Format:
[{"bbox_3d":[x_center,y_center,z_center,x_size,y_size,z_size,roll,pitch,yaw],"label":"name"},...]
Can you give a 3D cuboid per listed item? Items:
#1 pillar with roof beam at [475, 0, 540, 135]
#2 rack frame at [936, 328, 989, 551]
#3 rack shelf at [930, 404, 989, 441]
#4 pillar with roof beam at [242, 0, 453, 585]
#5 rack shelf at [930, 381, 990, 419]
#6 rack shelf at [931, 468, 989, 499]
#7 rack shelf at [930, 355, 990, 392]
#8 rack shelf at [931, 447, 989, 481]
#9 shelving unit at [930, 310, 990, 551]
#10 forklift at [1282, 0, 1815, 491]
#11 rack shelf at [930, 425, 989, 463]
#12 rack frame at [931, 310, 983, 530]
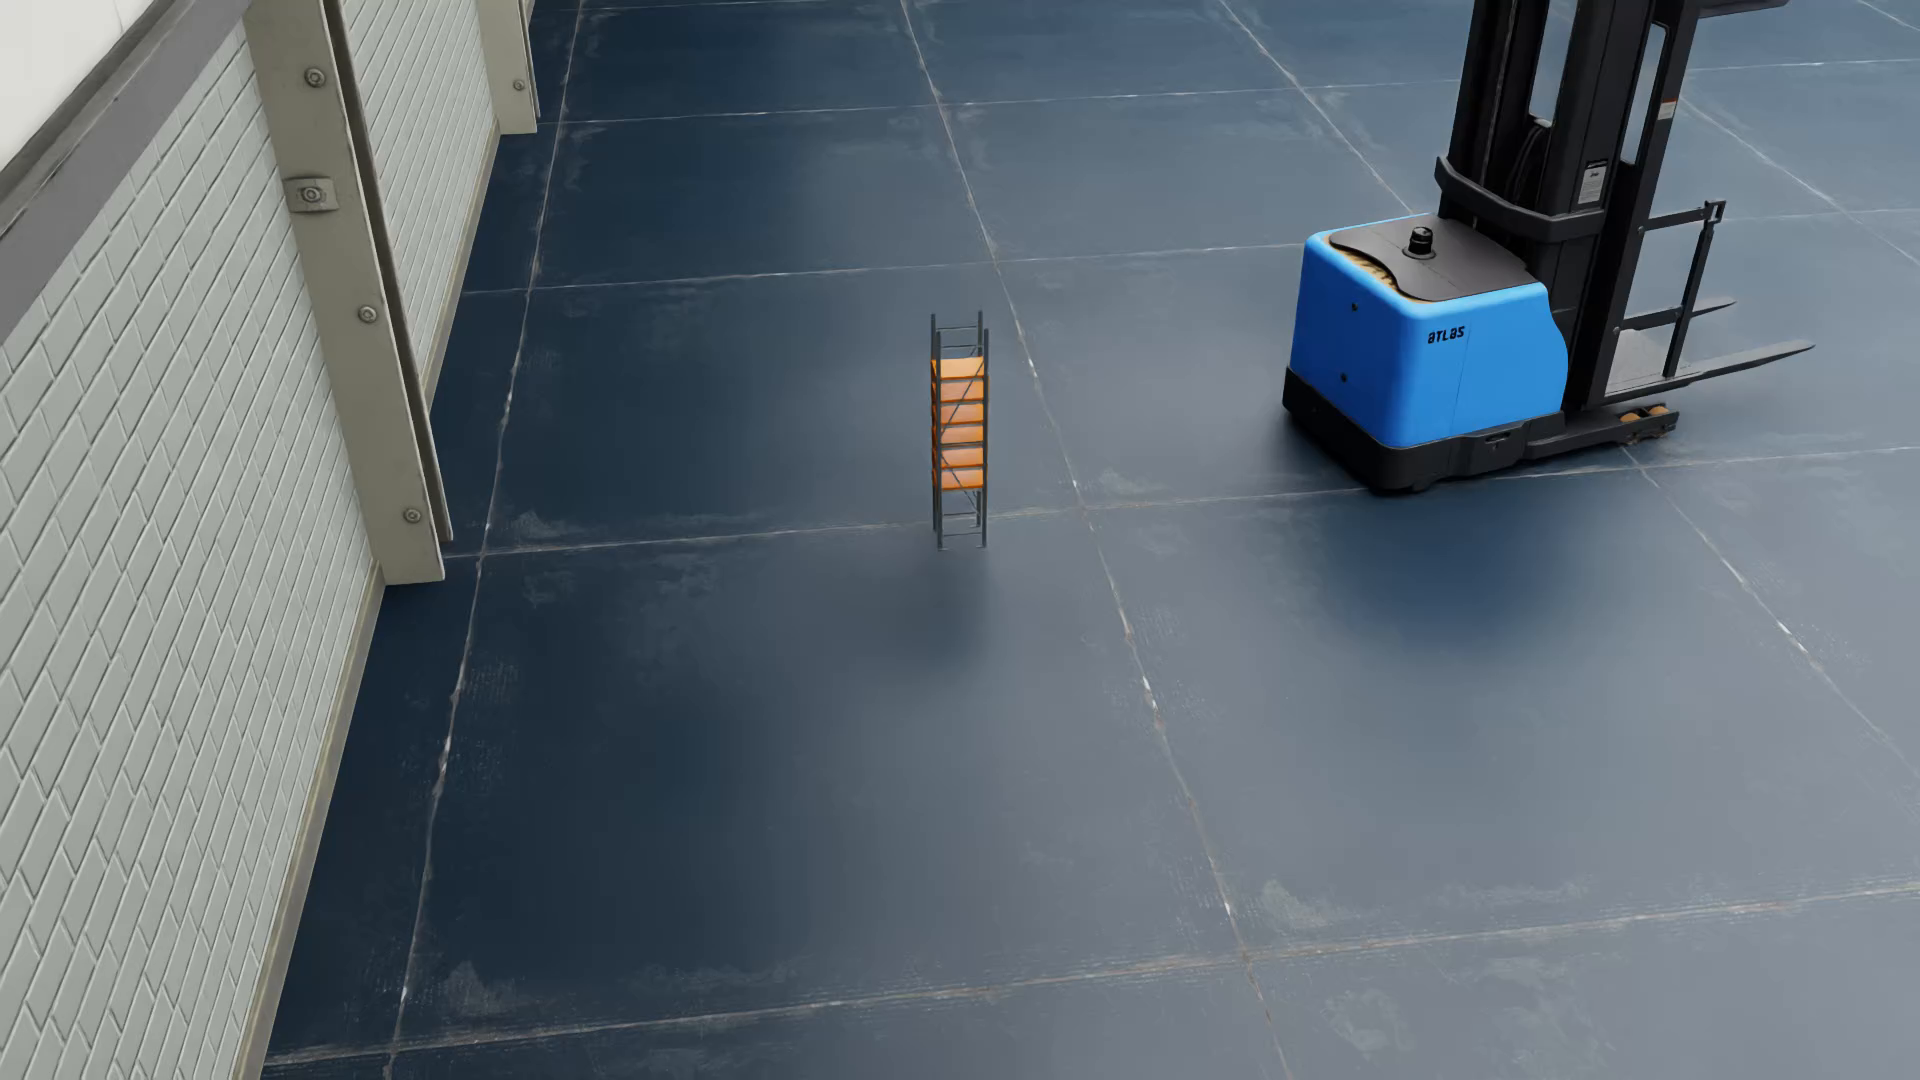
[{"bbox_3d":[0.808,-7.297,10.967,9.100,9.000,0.400,-4,35,-6],"label":"pillar with roof beam"},{"bbox_3d":[0.010,-0.453,7.849,0.240,1.200,0.006,-4,35,-6],"label":"rack frame"},{"bbox_3d":[-0.002,-0.566,7.881,0.258,0.103,0.180,-4,35,-6],"label":"rack shelf"},{"bbox_3d":[1.615,-3.949,6.054,9.100,9.000,0.400,-4,35,-6],"label":"pillar with roof beam"},{"bbox_3d":[-0.002,-0.665,7.814,0.258,0.103,0.180,-4,35,-6],"label":"rack shelf"},{"bbox_3d":[-0.002,-0.269,8.084,0.258,0.103,0.180,-4,35,-6],"label":"rack shelf"},{"bbox_3d":[-0.002,-0.765,7.746,0.258,0.103,0.180,-4,35,-6],"label":"rack shelf"},{"bbox_3d":[-0.002,-0.368,8.017,0.258,0.103,0.180,-4,35,-6],"label":"rack shelf"},{"bbox_3d":[-0.002,-0.504,7.924,0.258,1.200,0.189,-4,35,-6],"label":"shelving unit"},{"bbox_3d":[3.356,-1.991,8.568,3.031,2.935,1.130,-13,36,-18],"label":"forklift"},{"bbox_3d":[-0.002,-0.467,7.949,0.258,0.103,0.180,-4,35,-6],"label":"rack shelf"},{"bbox_3d":[-0.014,-0.555,7.999,0.240,1.200,0.006,-4,35,-6],"label":"rack frame"}]
